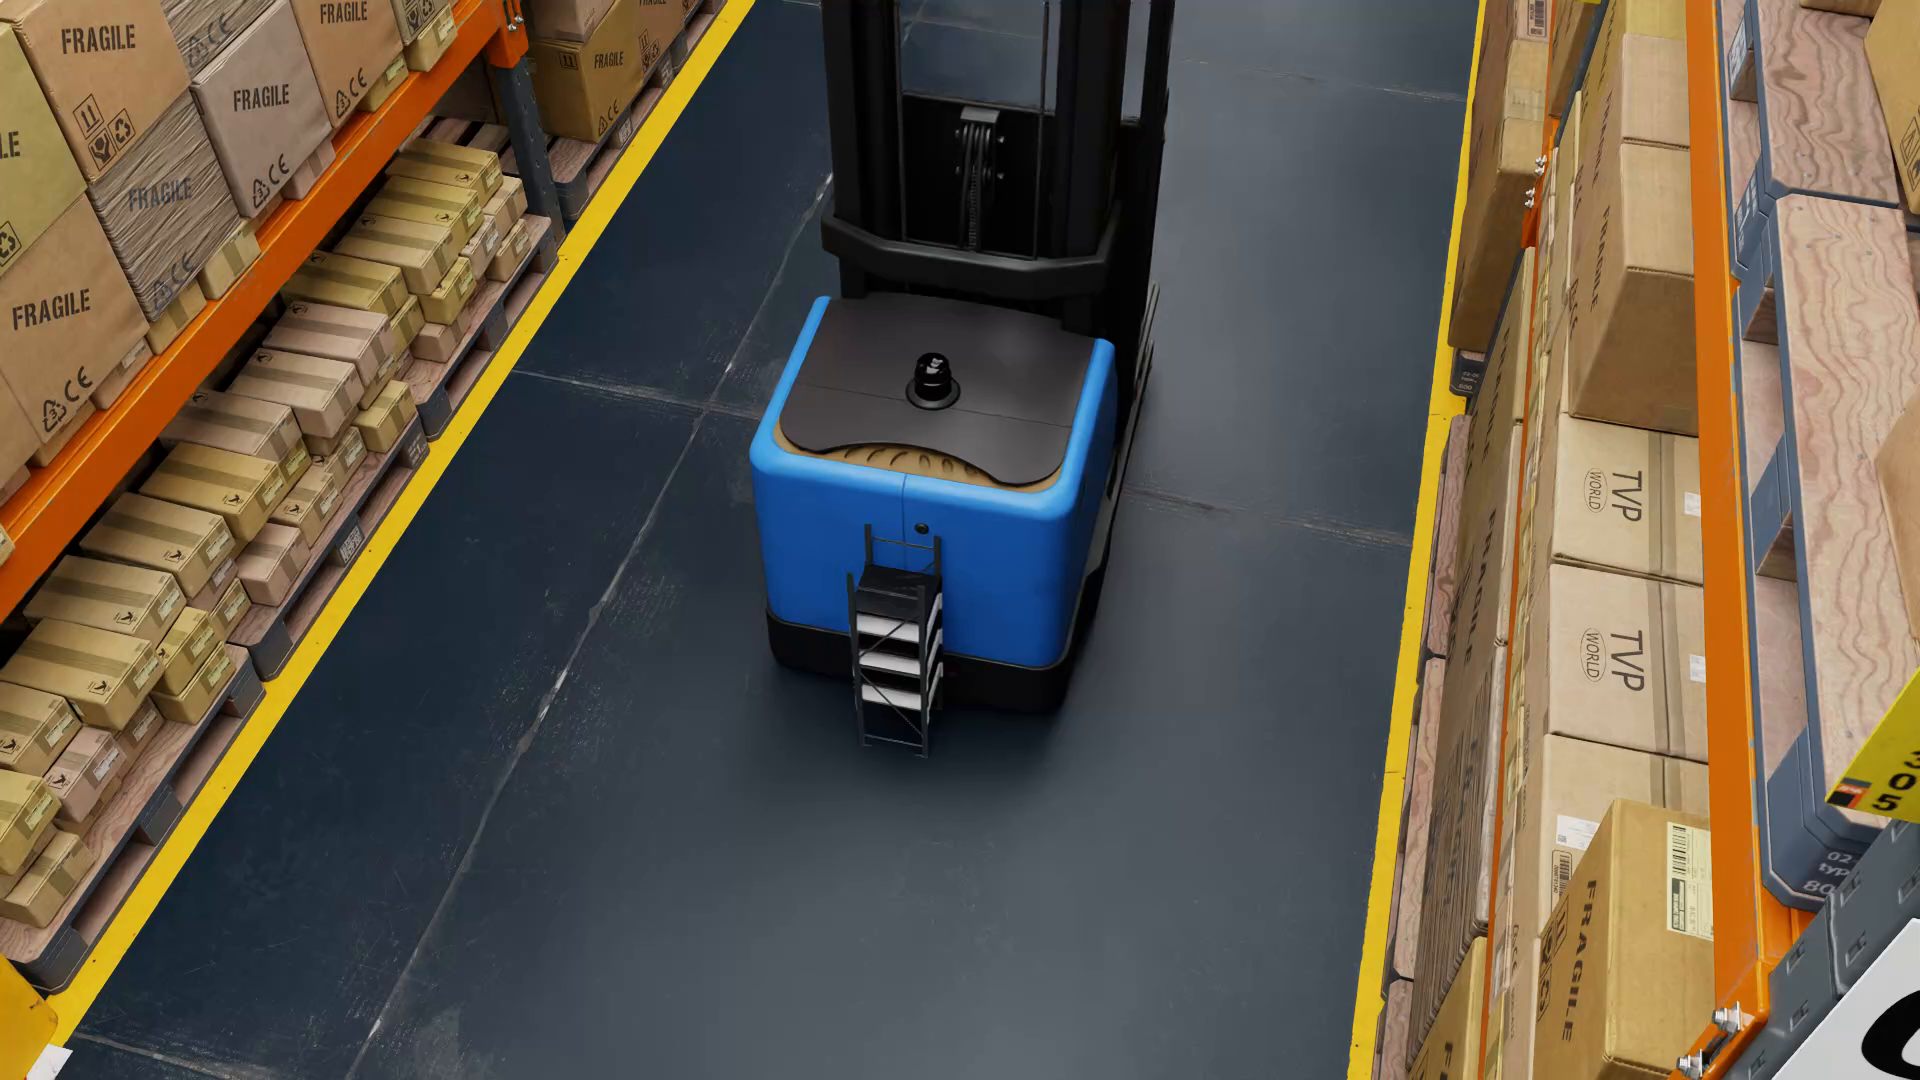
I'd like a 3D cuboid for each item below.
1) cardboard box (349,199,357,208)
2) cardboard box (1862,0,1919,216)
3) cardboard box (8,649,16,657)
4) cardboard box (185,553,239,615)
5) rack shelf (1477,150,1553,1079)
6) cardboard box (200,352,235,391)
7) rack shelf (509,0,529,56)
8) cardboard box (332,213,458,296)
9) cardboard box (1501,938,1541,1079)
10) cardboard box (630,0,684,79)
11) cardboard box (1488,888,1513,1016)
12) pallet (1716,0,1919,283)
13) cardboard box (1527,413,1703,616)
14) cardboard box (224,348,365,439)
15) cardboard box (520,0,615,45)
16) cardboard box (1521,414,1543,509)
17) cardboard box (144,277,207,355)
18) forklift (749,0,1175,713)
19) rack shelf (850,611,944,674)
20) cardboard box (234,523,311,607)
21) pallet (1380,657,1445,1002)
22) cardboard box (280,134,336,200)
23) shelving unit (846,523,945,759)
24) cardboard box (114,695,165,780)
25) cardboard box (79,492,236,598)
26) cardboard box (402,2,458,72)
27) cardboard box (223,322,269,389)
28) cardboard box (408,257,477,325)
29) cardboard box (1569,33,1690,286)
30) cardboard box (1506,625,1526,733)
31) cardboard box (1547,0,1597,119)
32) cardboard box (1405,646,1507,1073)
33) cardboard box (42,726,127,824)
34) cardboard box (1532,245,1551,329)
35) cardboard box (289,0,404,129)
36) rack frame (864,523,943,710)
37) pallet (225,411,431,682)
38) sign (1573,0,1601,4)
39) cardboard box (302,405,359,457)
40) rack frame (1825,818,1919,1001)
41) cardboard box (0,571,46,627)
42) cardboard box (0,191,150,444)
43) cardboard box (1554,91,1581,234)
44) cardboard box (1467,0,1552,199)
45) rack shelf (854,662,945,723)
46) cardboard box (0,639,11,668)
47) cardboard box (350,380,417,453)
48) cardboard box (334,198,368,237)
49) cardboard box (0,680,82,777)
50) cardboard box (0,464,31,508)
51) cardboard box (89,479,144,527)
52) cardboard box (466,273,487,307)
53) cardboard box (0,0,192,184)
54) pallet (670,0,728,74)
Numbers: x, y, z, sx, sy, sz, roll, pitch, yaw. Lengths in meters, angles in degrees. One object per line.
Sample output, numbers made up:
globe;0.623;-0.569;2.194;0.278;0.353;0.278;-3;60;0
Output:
cardboard box;-2.678;-1.397;6.707;0.380;0.149;0.250;14;50;12
cardboard box;1.887;-0.806;2.547;0.700;0.500;0.500;9;49;7
cardboard box;-3.198;0.314;5.593;0.380;0.149;0.250;12;50;10
cardboard box;-2.669;0.115;5.571;0.380;0.149;0.250;9;49;8
rack shelf;1.974;0.336;4.432;1.077;0.370;4.000;12;50;10
cardboard box;-2.882;-0.630;6.030;0.380;0.149;0.250;10;49;8
rack shelf;-1.732;-3.609;7.914;1.077;0.370;4.000;12;50;10
cardboard box;-2.188;-1.110;6.453;0.380;0.149;0.250;11;50;10
cardboard box;1.319;1.093;3.186;0.500;0.250;0.500;11;49;9
cardboard box;-1.670;-2.577;7.911;0.500;0.500;0.500;14;50;12
cardboard box;1.358;0.935;3.592;0.380;0.149;0.250;12;50;10
pallet;1.952;-0.842;3.051;1.003;0.211;1.213;12;50;10
cardboard box;1.720;-0.019;4.168;0.500;0.250;0.500;12;50;10
cardboard box;-2.373;-0.526;5.938;0.380;0.149;0.250;10;49;9
cardboard box;-1.809;-2.442;7.292;0.500;0.250;0.500;10;49;8
cardboard box;1.761;-0.179;4.575;0.380;0.149;0.250;12;50;10
cardboard box;-2.548;-0.732;5.063;0.380;0.149;0.250;13;50;11
forklift;0.170;-1.515;5.632;1.130;2.935;3.031;10;49;9
rack shelf;-0.200;0.304;5.306;0.258;0.077;0.200;10;49;9
cardboard box;-2.518;0.066;5.813;0.380;0.149;0.250;9;49;8
pallet;1.906;0.994;5.232;1.003;0.211;1.213;12;50;10
cardboard box;-2.332;-1.291;5.556;0.380;0.149;0.250;10;49;8
shelving unit;-0.200;0.342;5.348;0.258;0.900;0.210;10;49;9
cardboard box;-2.816;0.595;5.345;0.380;0.149;0.250;12;50;10
cardboard box;-2.631;0.014;5.461;0.380;0.149;0.250;13;50;12
cardboard box;-2.070;-1.856;6.055;0.380;0.149;0.250;10;49;9
cardboard box;-2.841;-0.722;6.310;0.380;0.149;0.250;14;50;12
cardboard box;-2.147;-1.008;6.562;0.380;0.149;0.250;10;49;9
cardboard box;1.991;-0.994;4.529;0.500;0.500;0.500;12;50;10
cardboard box;1.559;0.379;4.082;0.380;0.149;0.250;12;50;10
cardboard box;2.360;-1.773;5.748;0.500;0.500;0.500;12;50;10
cardboard box;1.778;0.972;4.528;0.875;0.875;0.875;12;50;10
cardboard box;-2.799;0.684;5.069;0.380;0.149;0.250;11;50;10
cardboard box;1.964;-0.736;5.067;0.380;0.149;0.250;13;50;11
cardboard box;-2.251;-1.751;5.529;0.500;0.500;0.500;10;49;9
rack frame;-0.177;0.268;5.414;0.240;0.900;0.006;10;49;9
pallet;-2.720;-0.099;6.197;1.003;0.211;1.213;12;50;10
sign;1.974;-1.805;5.123;0.100;0.325;0.005;12;50;10
cardboard box;-2.446;-0.468;6.085;0.380;0.149;0.250;9;49;8
rack frame;1.448;-0.440;0.636;1.000;3.000;0.127;12;50;10
cardboard box;-3.220;0.110;5.377;0.380;0.149;0.250;10;49;9
cardboard box;-2.669;-0.653;4.560;0.500;0.500;0.500;12;50;11
cardboard box;2.124;-1.109;5.130;0.500;0.250;0.500;11;49;9
cardboard box;2.884;-1.897;7.061;1.225;0.875;0.875;10;49;9
rack shelf;-0.200;0.483;5.508;0.258;0.077;0.200;10;49;9
cardboard box;-3.312;0.385;5.333;0.380;0.149;0.250;10;49;8
cardboard box;-2.305;-0.496;6.309;0.380;0.149;0.250;11;50;10
cardboard box;-2.642;-1.294;6.815;0.380;0.149;0.250;12;50;10
cardboard box;-2.889;0.566;4.975;0.380;0.149;0.250;12;50;11
cardboard box;-2.824;-0.184;4.579;0.380;0.149;0.250;14;50;12
cardboard box;-3.103;-0.174;5.826;0.380;0.149;0.250;14;50;12
cardboard box;-2.182;-1.073;6.818;0.380;0.149;0.250;13;50;11
cardboard box;-2.521;-1.349;4.508;0.500;0.500;0.500;10;49;9
pallet;-1.735;-2.926;8.692;1.003;0.211;1.213;12;50;10
